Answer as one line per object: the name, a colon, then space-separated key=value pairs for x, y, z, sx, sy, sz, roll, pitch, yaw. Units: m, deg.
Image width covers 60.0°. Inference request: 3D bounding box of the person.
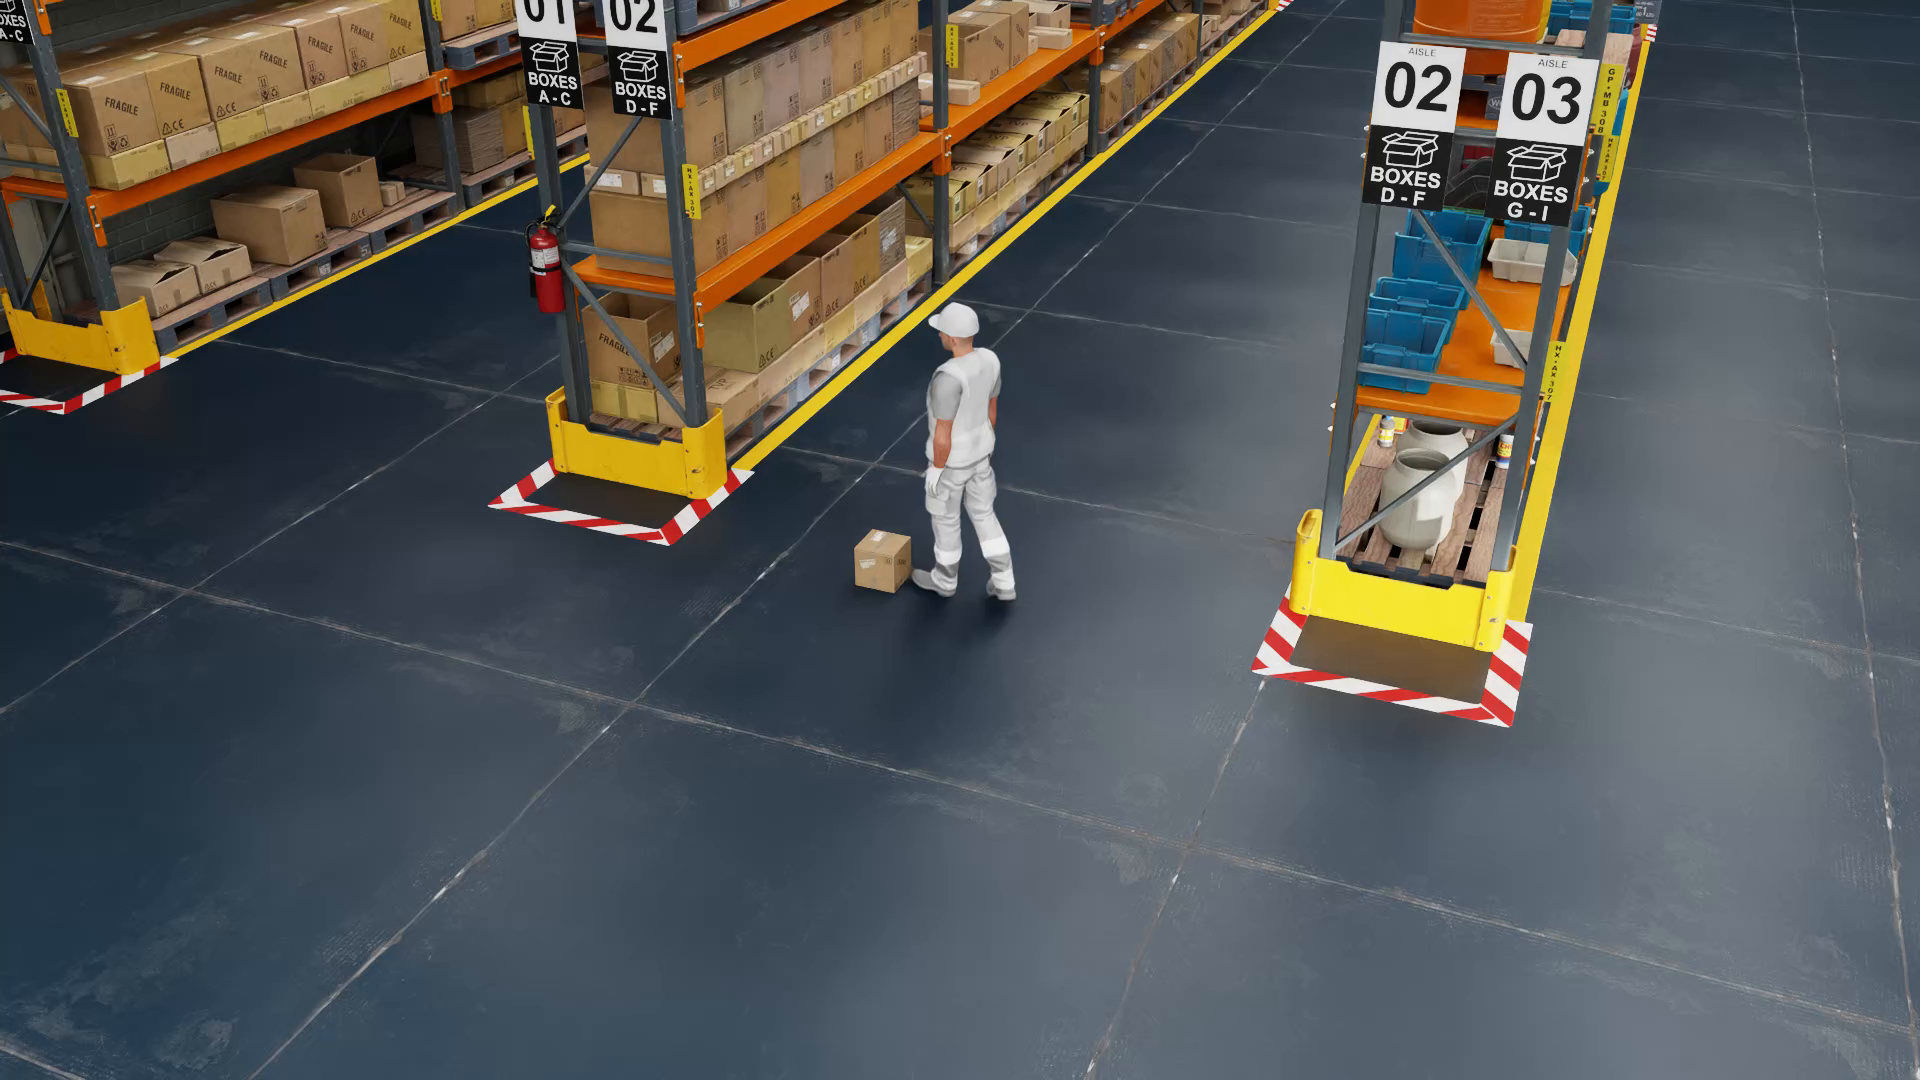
person: x=0.008 y=-0.455 z=9.170 sx=0.669 sy=1.795 sz=0.563 roll=23 pitch=37 yaw=35
